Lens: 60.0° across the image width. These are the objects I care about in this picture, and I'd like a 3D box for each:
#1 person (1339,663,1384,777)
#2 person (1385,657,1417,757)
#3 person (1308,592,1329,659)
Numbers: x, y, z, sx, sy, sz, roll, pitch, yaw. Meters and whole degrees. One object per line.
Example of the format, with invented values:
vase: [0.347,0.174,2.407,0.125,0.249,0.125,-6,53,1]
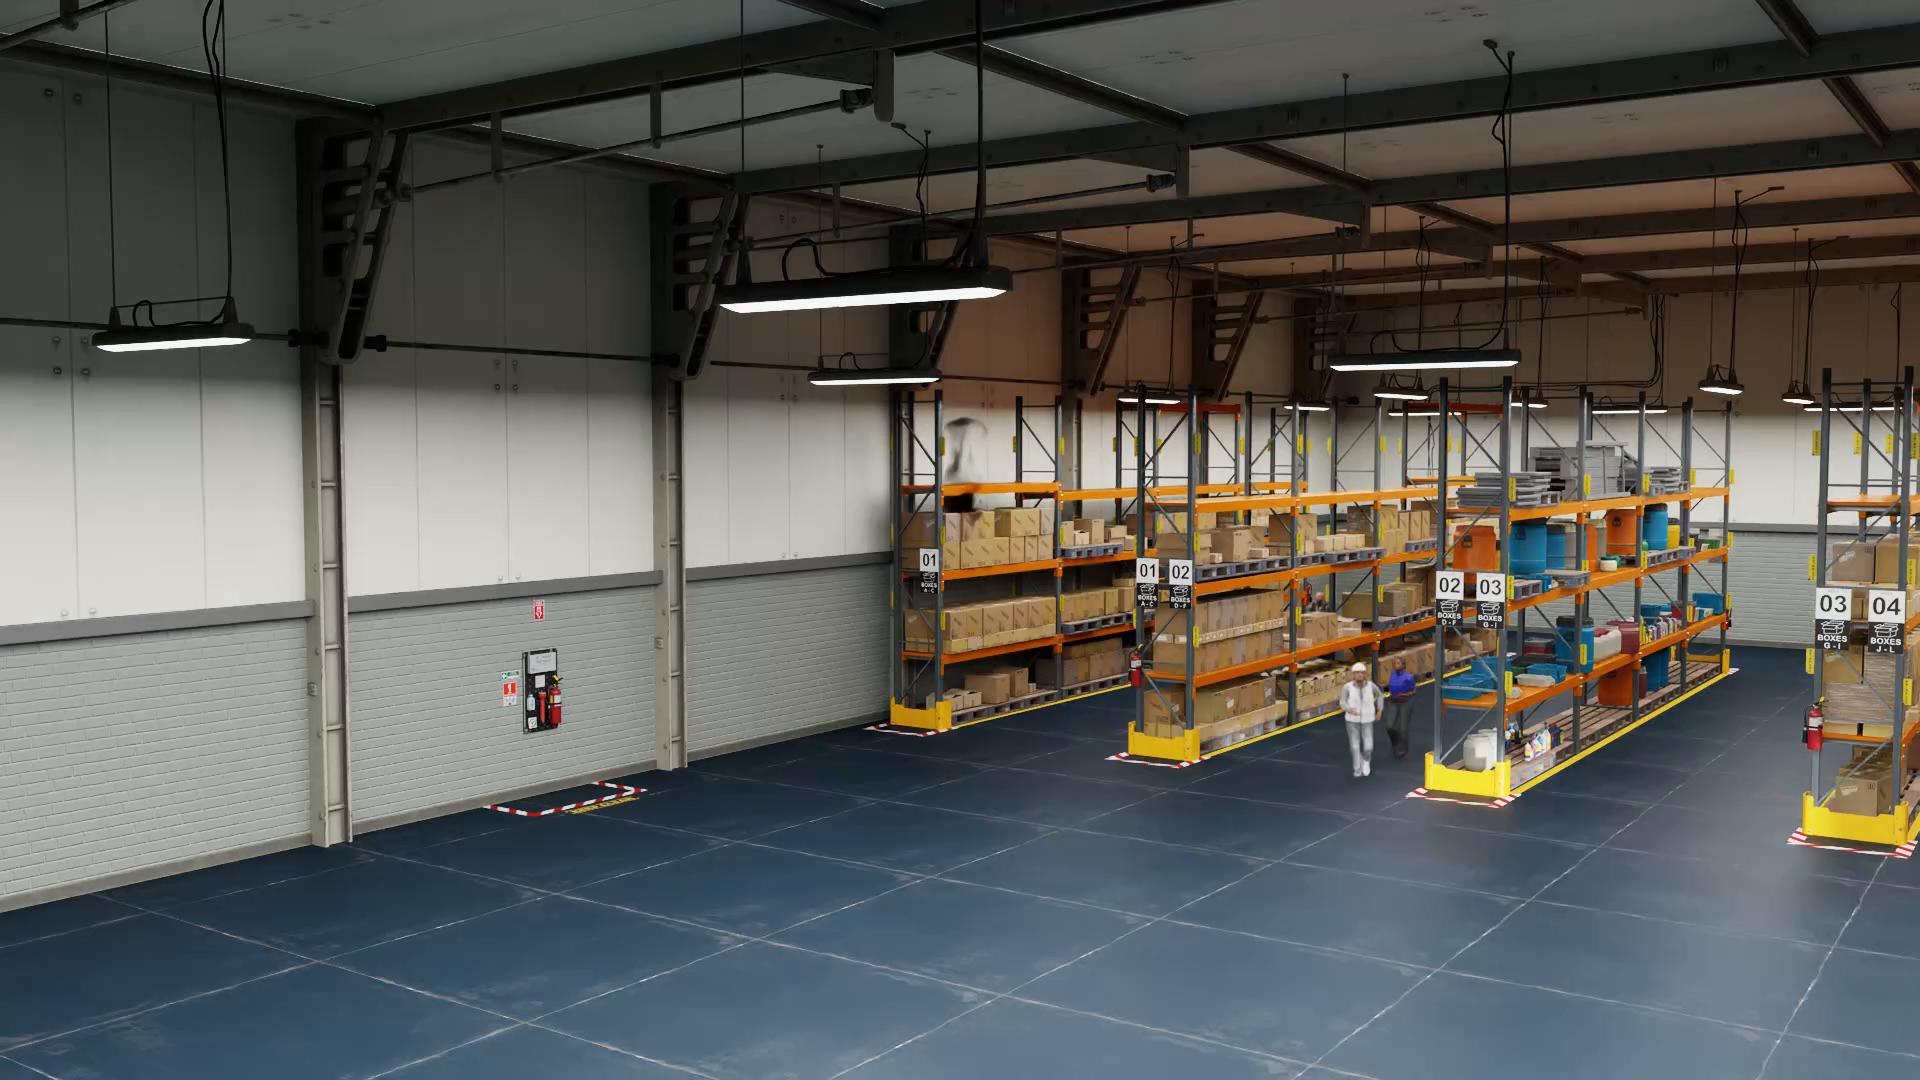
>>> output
person: [6.041,2.720,25.006,0.675,1.744,0.646,0,3,9]
person: [7.036,2.687,26.628,0.554,1.634,0.632,3,4,43]
person: [8.198,2.027,37.897,0.640,1.675,0.662,2,4,30]
